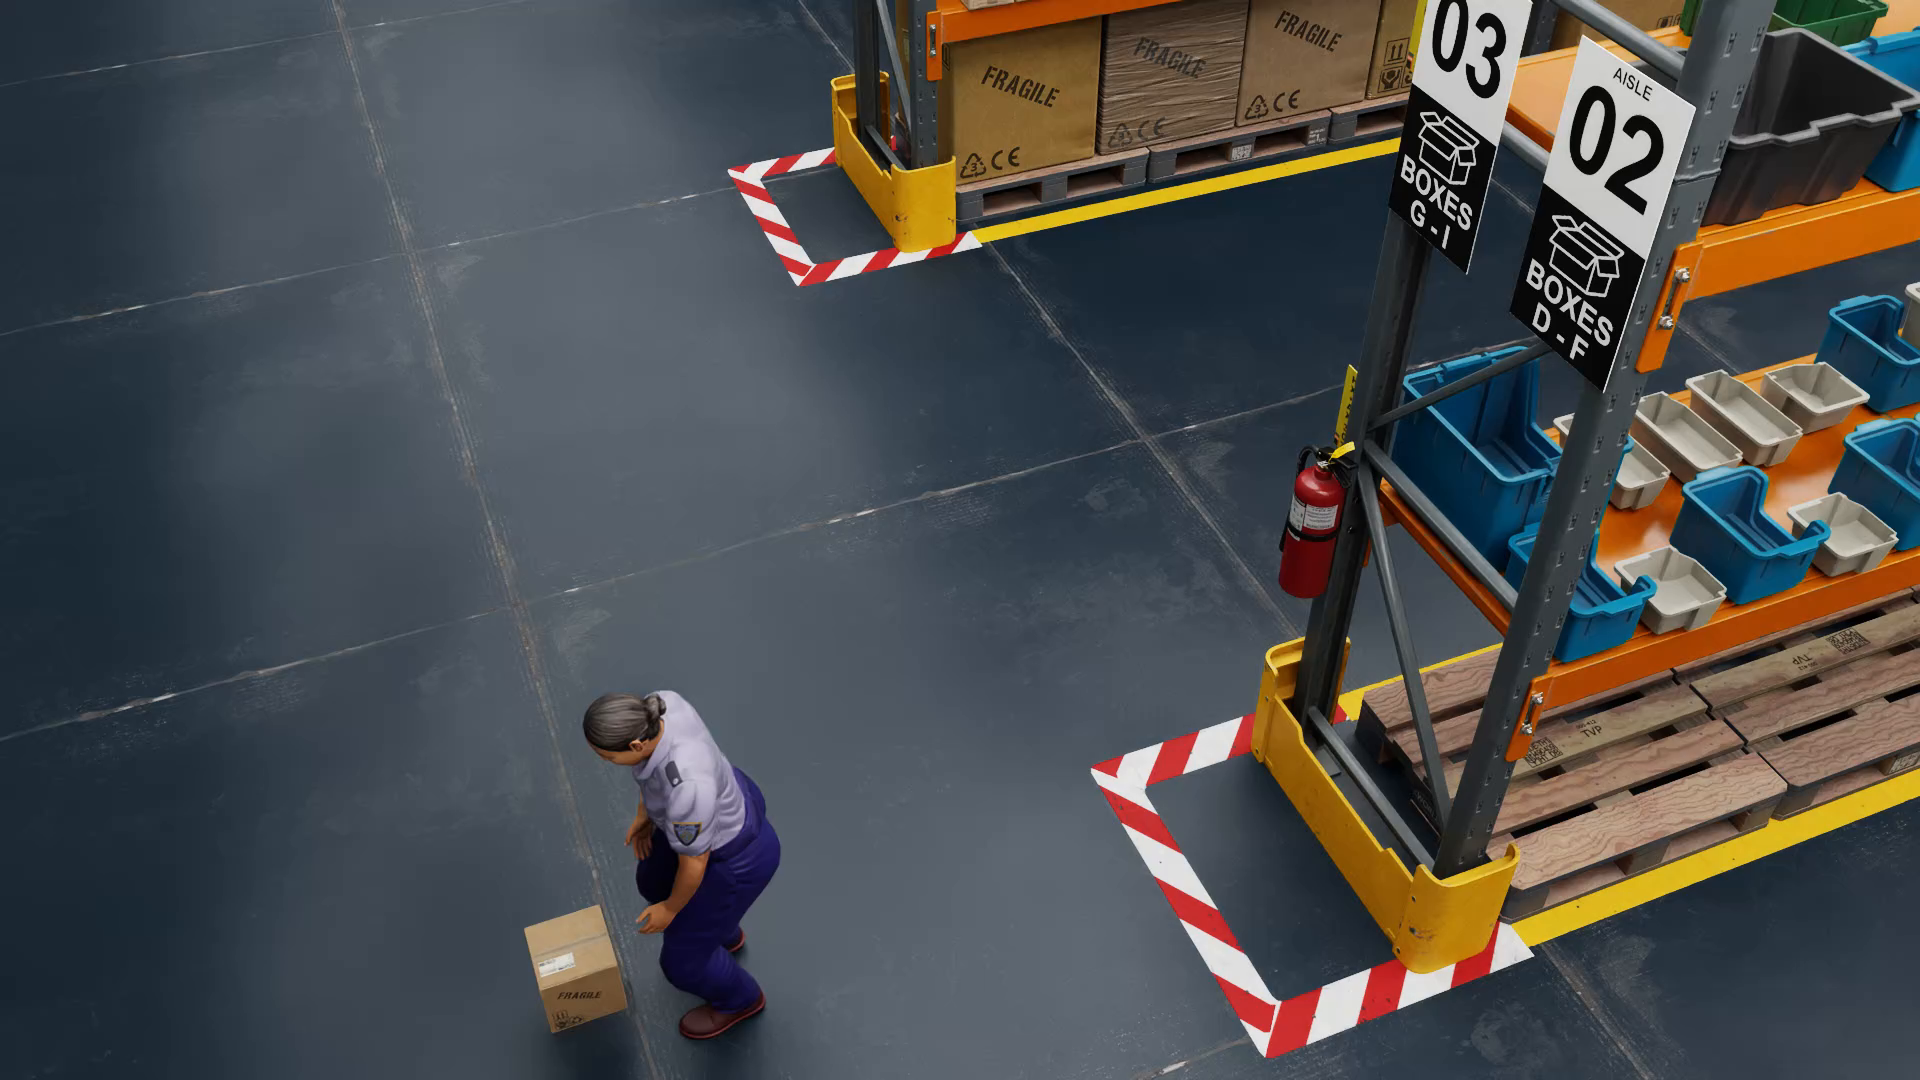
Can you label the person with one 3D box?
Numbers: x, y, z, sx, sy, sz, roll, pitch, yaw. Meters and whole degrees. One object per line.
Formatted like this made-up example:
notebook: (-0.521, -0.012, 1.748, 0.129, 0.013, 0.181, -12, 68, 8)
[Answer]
person: (-0.819, 0.977, 5.185, 0.507, 1.529, 0.519, -14, 44, -15)
